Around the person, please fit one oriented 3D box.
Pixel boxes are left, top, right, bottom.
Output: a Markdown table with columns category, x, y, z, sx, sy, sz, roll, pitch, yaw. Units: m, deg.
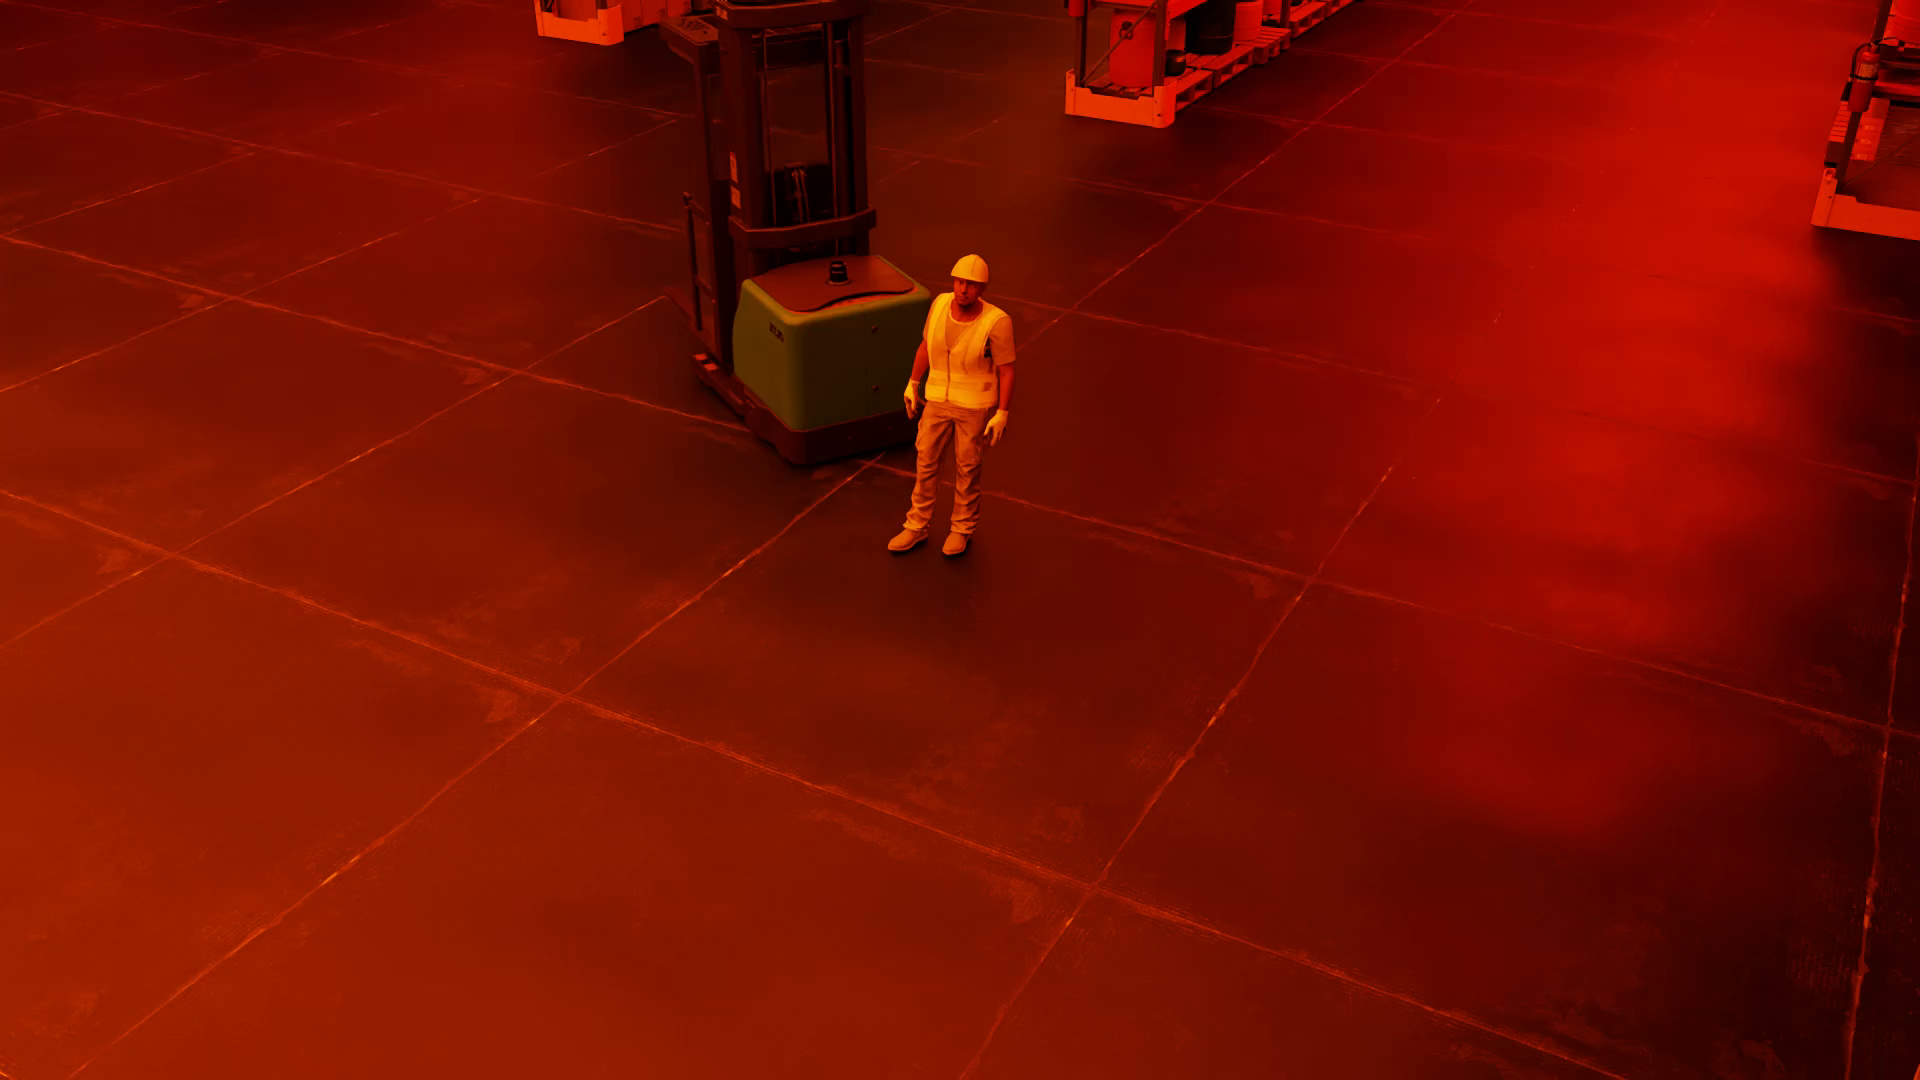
| category | x | y | z | sx | sy | sz | roll | pitch | yaw |
| --- | --- | --- | --- | --- | --- | --- | --- | --- | --- |
| person | -0.042 | -0.749 | 9.503 | 0.656 | 1.781 | 0.577 | 15 | 33 | 25 |

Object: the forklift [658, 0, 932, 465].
| category | x | y | z | sx | sy | sz | roll | pitch | yaw |
| --- | --- | --- | --- | --- | --- | --- | --- | --- | --- |
| forklift | -1.305 | -2.462 | 11.336 | 1.130 | 2.935 | 3.031 | -15 | 33 | -24 |
